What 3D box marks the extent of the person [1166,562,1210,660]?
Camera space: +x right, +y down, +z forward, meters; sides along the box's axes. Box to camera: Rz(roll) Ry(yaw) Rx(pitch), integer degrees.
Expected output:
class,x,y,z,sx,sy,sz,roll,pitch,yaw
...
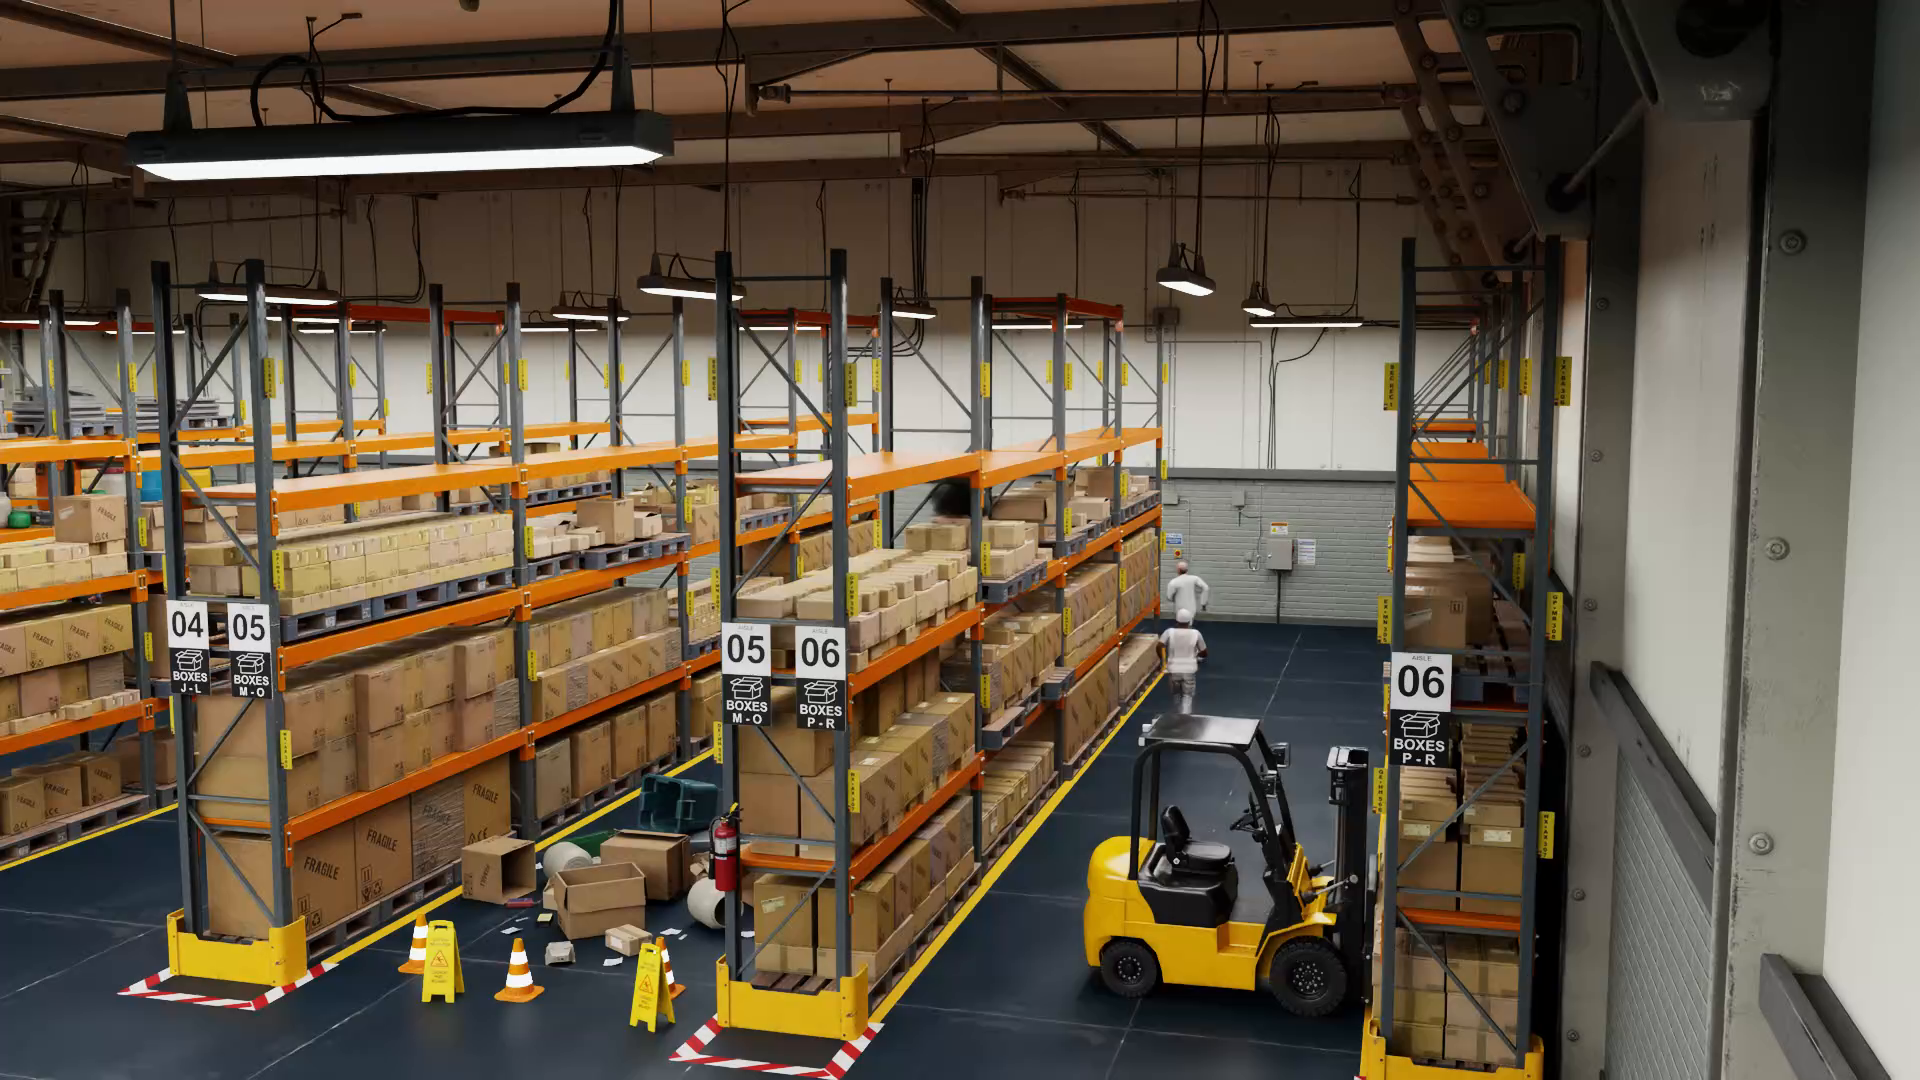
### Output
class,x,y,z,sx,sy,sz,roll,pitch,yaw
person,3.887,1.234,28.867,0.688,1.732,0.726,-3,7,-28

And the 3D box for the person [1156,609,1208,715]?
class,x,y,z,sx,sy,sz,roll,pitch,yaw
person,3.084,1.839,23.049,0.692,1.791,0.983,1,6,13
